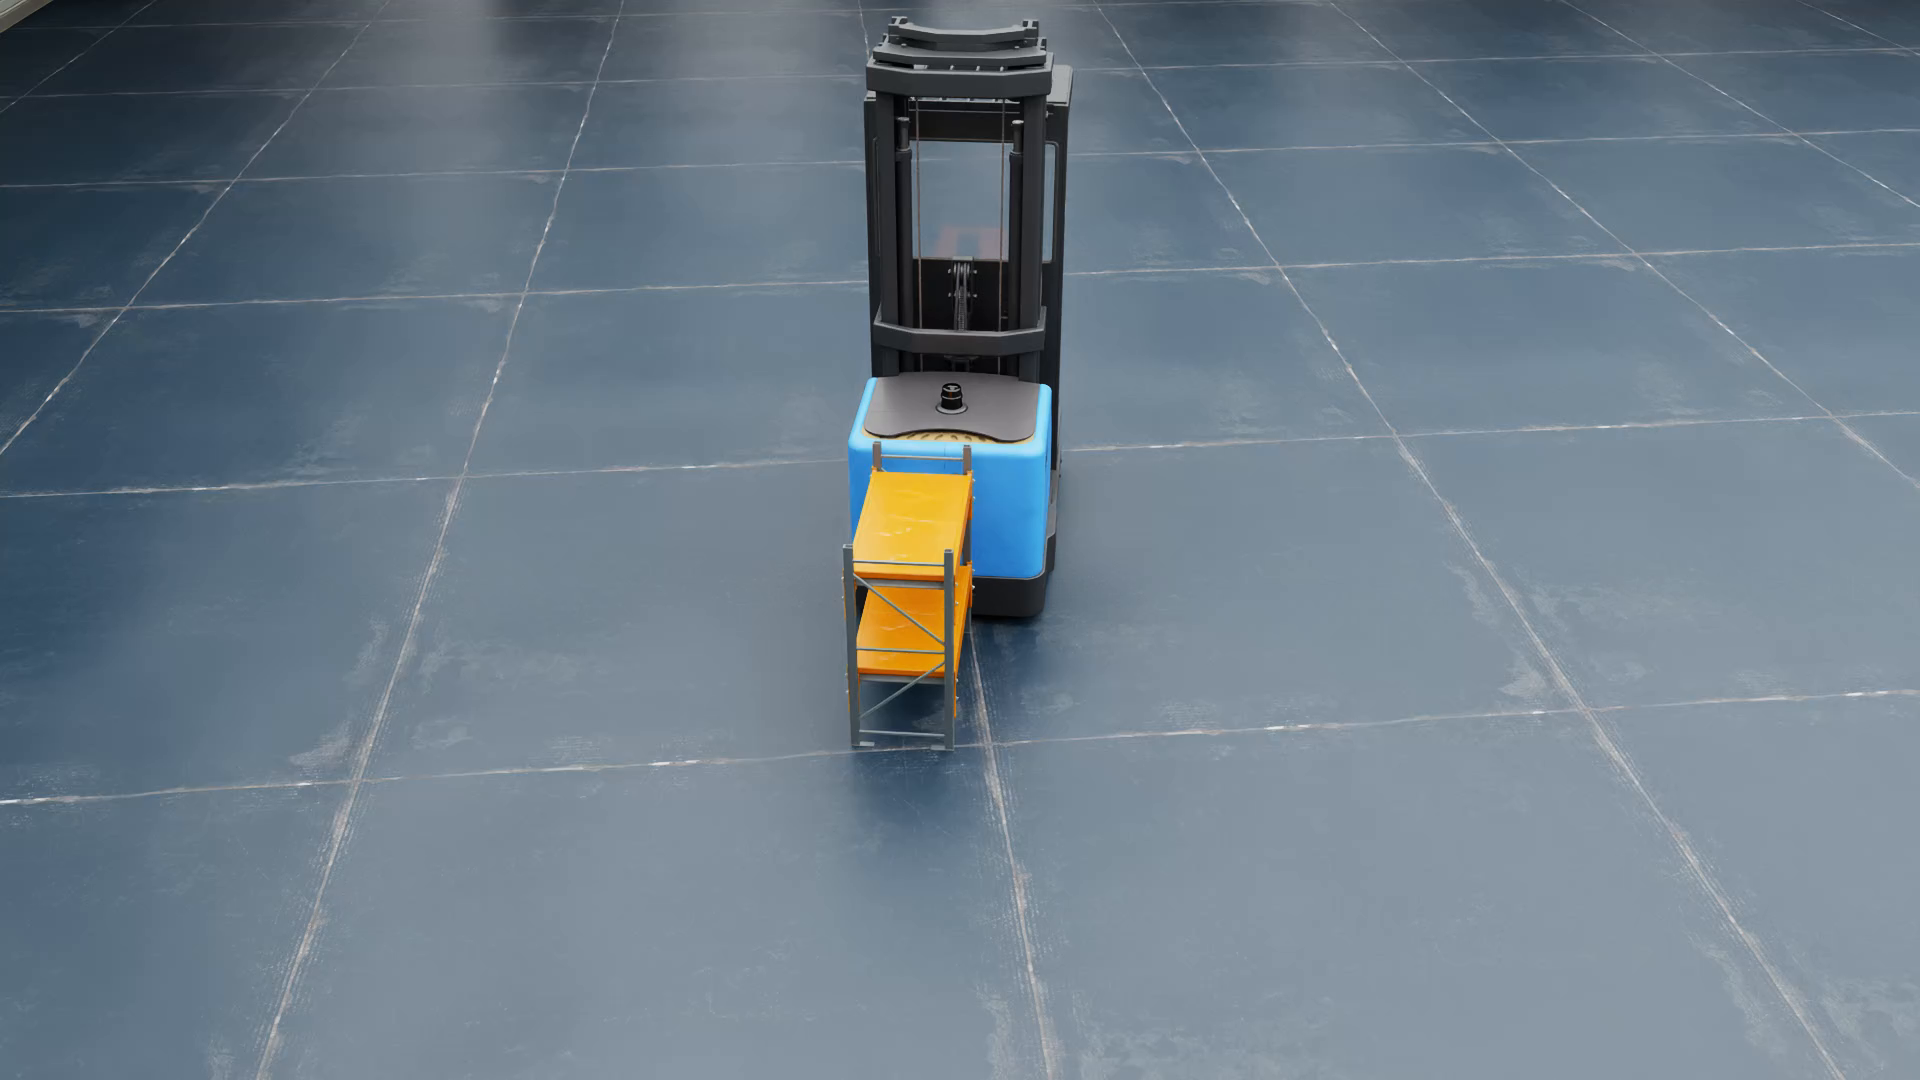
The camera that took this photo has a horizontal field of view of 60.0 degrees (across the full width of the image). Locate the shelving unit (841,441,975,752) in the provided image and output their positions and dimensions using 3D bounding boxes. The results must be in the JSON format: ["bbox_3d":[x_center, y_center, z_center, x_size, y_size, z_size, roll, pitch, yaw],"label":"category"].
[{"bbox_3d":[-0.235,0.261,8.216,0.538,1.125,1.048,3,31,4],"label":"shelving unit"}]

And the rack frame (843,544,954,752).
[{"bbox_3d":[-0.278,0.521,7.782,0.500,1.125,0.032,3,31,4],"label":"rack frame"}]

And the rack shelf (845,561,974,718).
[{"bbox_3d":[-0.235,0.471,8.342,0.538,0.278,1.000,3,31,4],"label":"rack shelf"}]

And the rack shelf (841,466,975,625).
[{"bbox_3d":[-0.235,0.010,8.066,0.538,0.278,1.000,3,31,4],"label":"rack shelf"}]

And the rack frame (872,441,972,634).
[{"bbox_3d":[-0.191,0.001,8.651,0.500,1.125,0.032,3,31,4],"label":"rack frame"}]

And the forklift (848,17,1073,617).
[{"bbox_3d":[0.056,-1.576,9.530,1.130,2.935,3.031,3,31,4],"label":"forklift"}]
